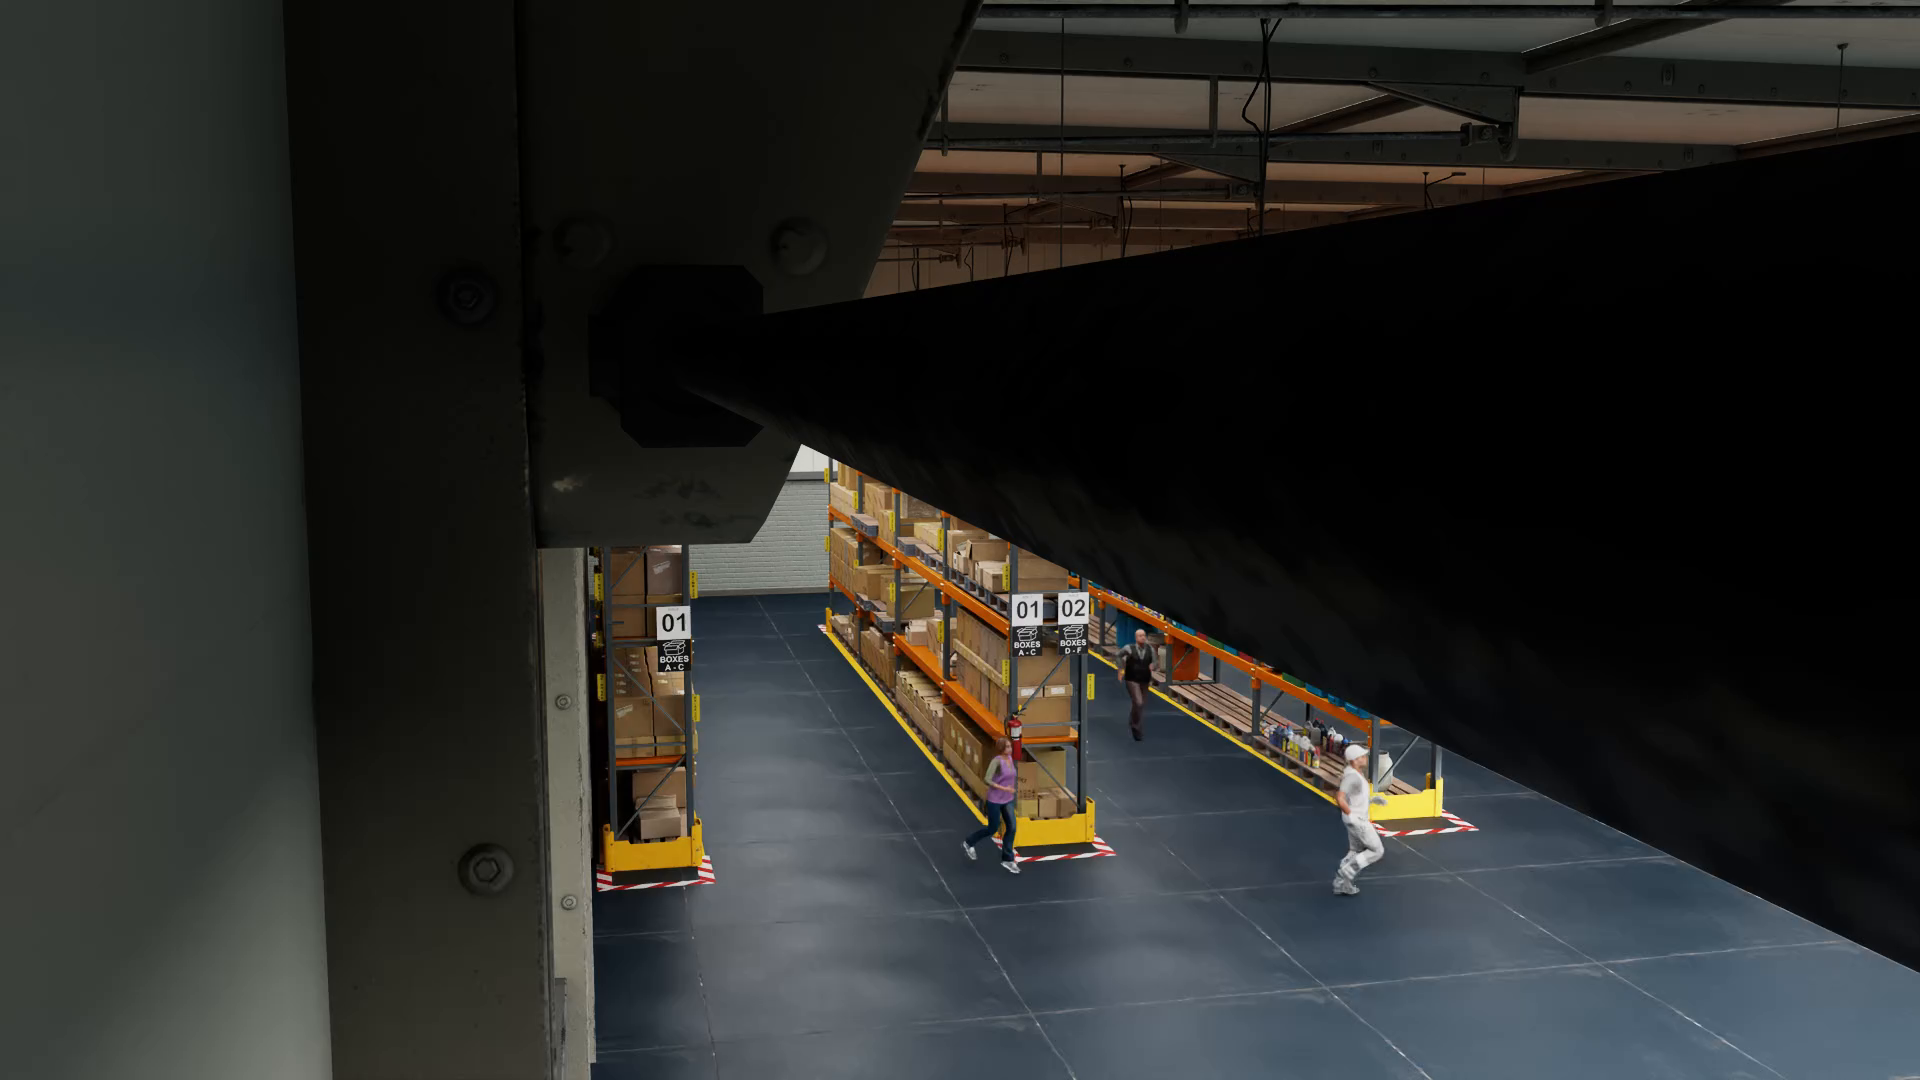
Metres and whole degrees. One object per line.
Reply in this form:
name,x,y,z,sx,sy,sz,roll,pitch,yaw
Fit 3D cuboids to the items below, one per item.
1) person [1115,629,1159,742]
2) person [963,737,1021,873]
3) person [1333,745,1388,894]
person,2.851,2.298,26.546,0.621,1.775,0.834,-2,7,-18
person,0.455,3.164,20.114,0.809,1.601,0.563,5,9,38
person,4.582,3.201,19.001,0.609,1.742,0.644,1,7,9
